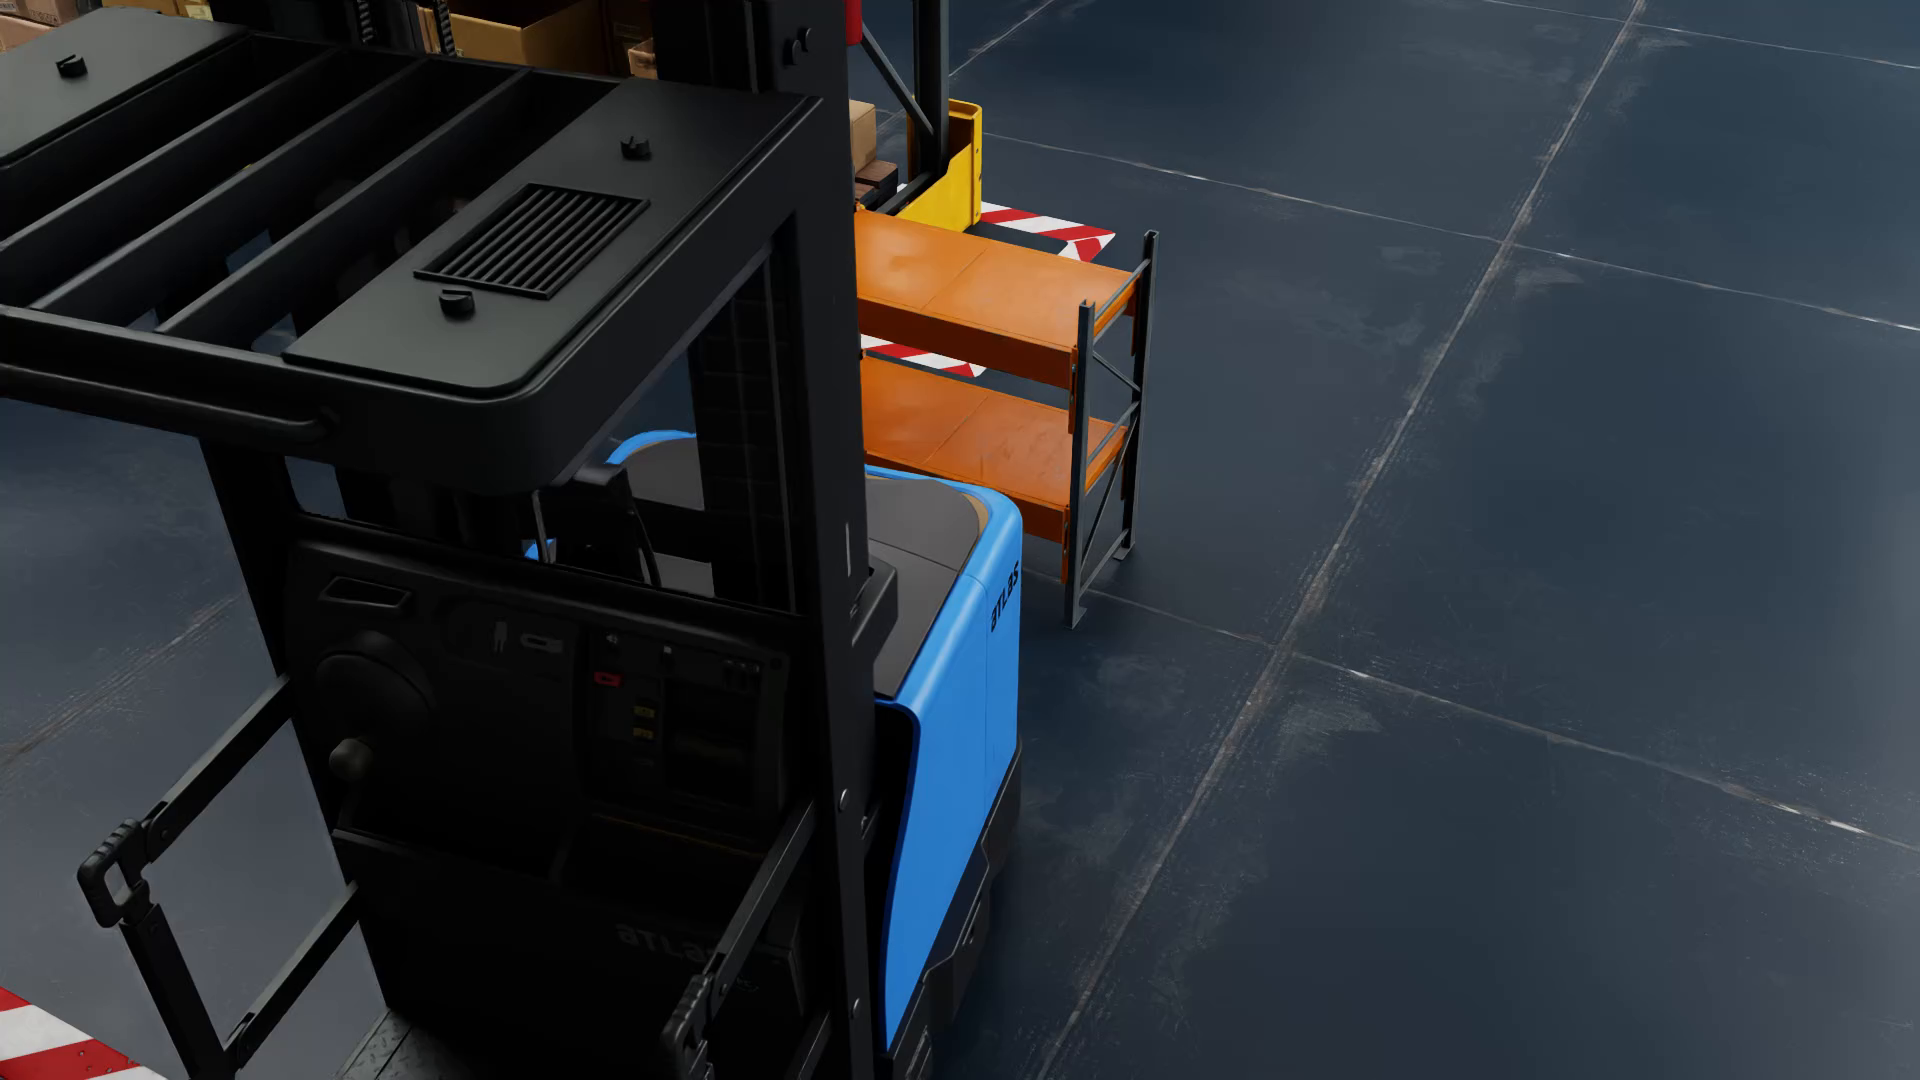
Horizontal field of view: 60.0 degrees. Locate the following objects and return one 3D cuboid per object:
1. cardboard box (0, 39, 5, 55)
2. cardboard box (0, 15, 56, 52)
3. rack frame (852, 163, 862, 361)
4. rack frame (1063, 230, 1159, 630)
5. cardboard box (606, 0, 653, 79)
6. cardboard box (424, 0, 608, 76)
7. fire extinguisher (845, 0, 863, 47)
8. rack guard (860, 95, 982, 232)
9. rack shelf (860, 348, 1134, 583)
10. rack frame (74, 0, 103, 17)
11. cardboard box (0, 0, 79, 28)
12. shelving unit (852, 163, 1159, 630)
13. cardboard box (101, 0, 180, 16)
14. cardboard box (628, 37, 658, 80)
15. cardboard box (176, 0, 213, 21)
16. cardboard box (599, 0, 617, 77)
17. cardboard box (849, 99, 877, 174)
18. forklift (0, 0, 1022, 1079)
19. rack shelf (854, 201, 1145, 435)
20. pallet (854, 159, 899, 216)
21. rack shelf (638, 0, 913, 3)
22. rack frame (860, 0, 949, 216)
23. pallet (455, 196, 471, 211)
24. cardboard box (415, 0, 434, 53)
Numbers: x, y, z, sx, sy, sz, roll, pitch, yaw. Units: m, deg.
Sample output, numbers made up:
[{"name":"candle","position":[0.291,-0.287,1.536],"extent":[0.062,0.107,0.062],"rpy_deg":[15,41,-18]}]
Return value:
[{"name":"cardboard box","position":[-4.829,-2.669,8.438],"extent":[0.500,0.250,0.500],"rpy_deg":[17,40,21]},{"name":"cardboard box","position":[-4.380,-2.527,8.252],"extent":[0.500,0.250,0.500],"rpy_deg":[17,40,21]},{"name":"rack frame","position":[-0.457,-0.591,5.325],"extent":[0.032,1.125,0.500],"rpy_deg":[17,41,21]},{"name":"rack frame","position":[0.445,-0.309,4.953],"extent":[0.032,1.125,0.500],"rpy_deg":[17,41,21]},{"name":"cardboard box","position":[-1.146,-2.160,7.149],"extent":[0.500,0.500,0.500],"rpy_deg":[17,41,21]},{"name":"cardboard box","position":[-1.835,-2.013,6.955],"extent":[0.500,0.500,0.500],"rpy_deg":[17,41,21]},{"name":"fire extinguisher","position":[-0.436,-2.070,5.787],"extent":[0.183,0.674,0.296],"rpy_deg":[17,41,21]},{"name":"rack guard","position":[-0.306,-1.381,6.882],"extent":[0.348,0.500,1.175],"rpy_deg":[17,41,21]},{"name":"rack shelf","position":[-0.006,-0.255,5.287],"extent":[1.000,0.278,0.538],"rpy_deg":[17,41,21]},{"name":"rack frame","position":[-3.879,-3.495,7.601],"extent":[0.127,3.000,1.000],"rpy_deg":[17,41,21]},{"name":"cardboard box","position":[-4.370,-2.749,8.081],"extent":[0.500,0.311,0.500],"rpy_deg":[17,41,21]},{"name":"shelving unit","position":[-0.006,-0.450,5.139],"extent":[1.048,1.125,0.538],"rpy_deg":[17,41,21]},{"name":"cardboard box","position":[-3.611,-2.569,7.687],"extent":[0.500,0.500,0.500],"rpy_deg":[17,41,21]},{"name":"cardboard box","position":[-0.940,-1.743,6.599],"extent":[0.500,0.500,0.500],"rpy_deg":[17,41,21]},{"name":"cardboard box","position":[-3.164,-2.434,7.509],"extent":[0.500,0.500,0.500],"rpy_deg":[17,41,21]},{"name":"cardboard box","position":[-1.596,-2.293,7.323],"extent":[0.500,0.500,0.500],"rpy_deg":[17,41,21]},{"name":"cardboard box","position":[-0.701,-1.724,7.194],"extent":[0.500,0.250,0.500],"rpy_deg":[17,41,21]},{"name":"forklift","position":[-0.781,0.333,2.614],"extent":[1.130,2.935,3.031],"rpy_deg":[11,39,14]},{"name":"rack shelf","position":[-0.006,-0.683,4.962],"extent":[1.000,0.278,0.538],"rpy_deg":[17,41,21]},{"name":"pallet","position":[-1.025,-1.463,7.229],"extent":[1.213,0.211,1.003],"rpy_deg":[17,41,21]},{"name":"rack shelf","position":[-2.103,-2.653,7.086],"extent":[4.000,0.370,1.077],"rpy_deg":[17,41,21]},{"name":"rack frame","position":[-0.327,-2.383,6.135],"extent":[0.127,3.000,1.000],"rpy_deg":[17,41,21]},{"name":"pallet","position":[-2.105,-1.803,7.677],"extent":[1.213,0.211,1.003],"rpy_deg":[17,41,21]},{"name":"cardboard box","position":[-2.278,-2.153,7.139],"extent":[0.500,0.500,0.500],"rpy_deg":[17,41,21]}]
